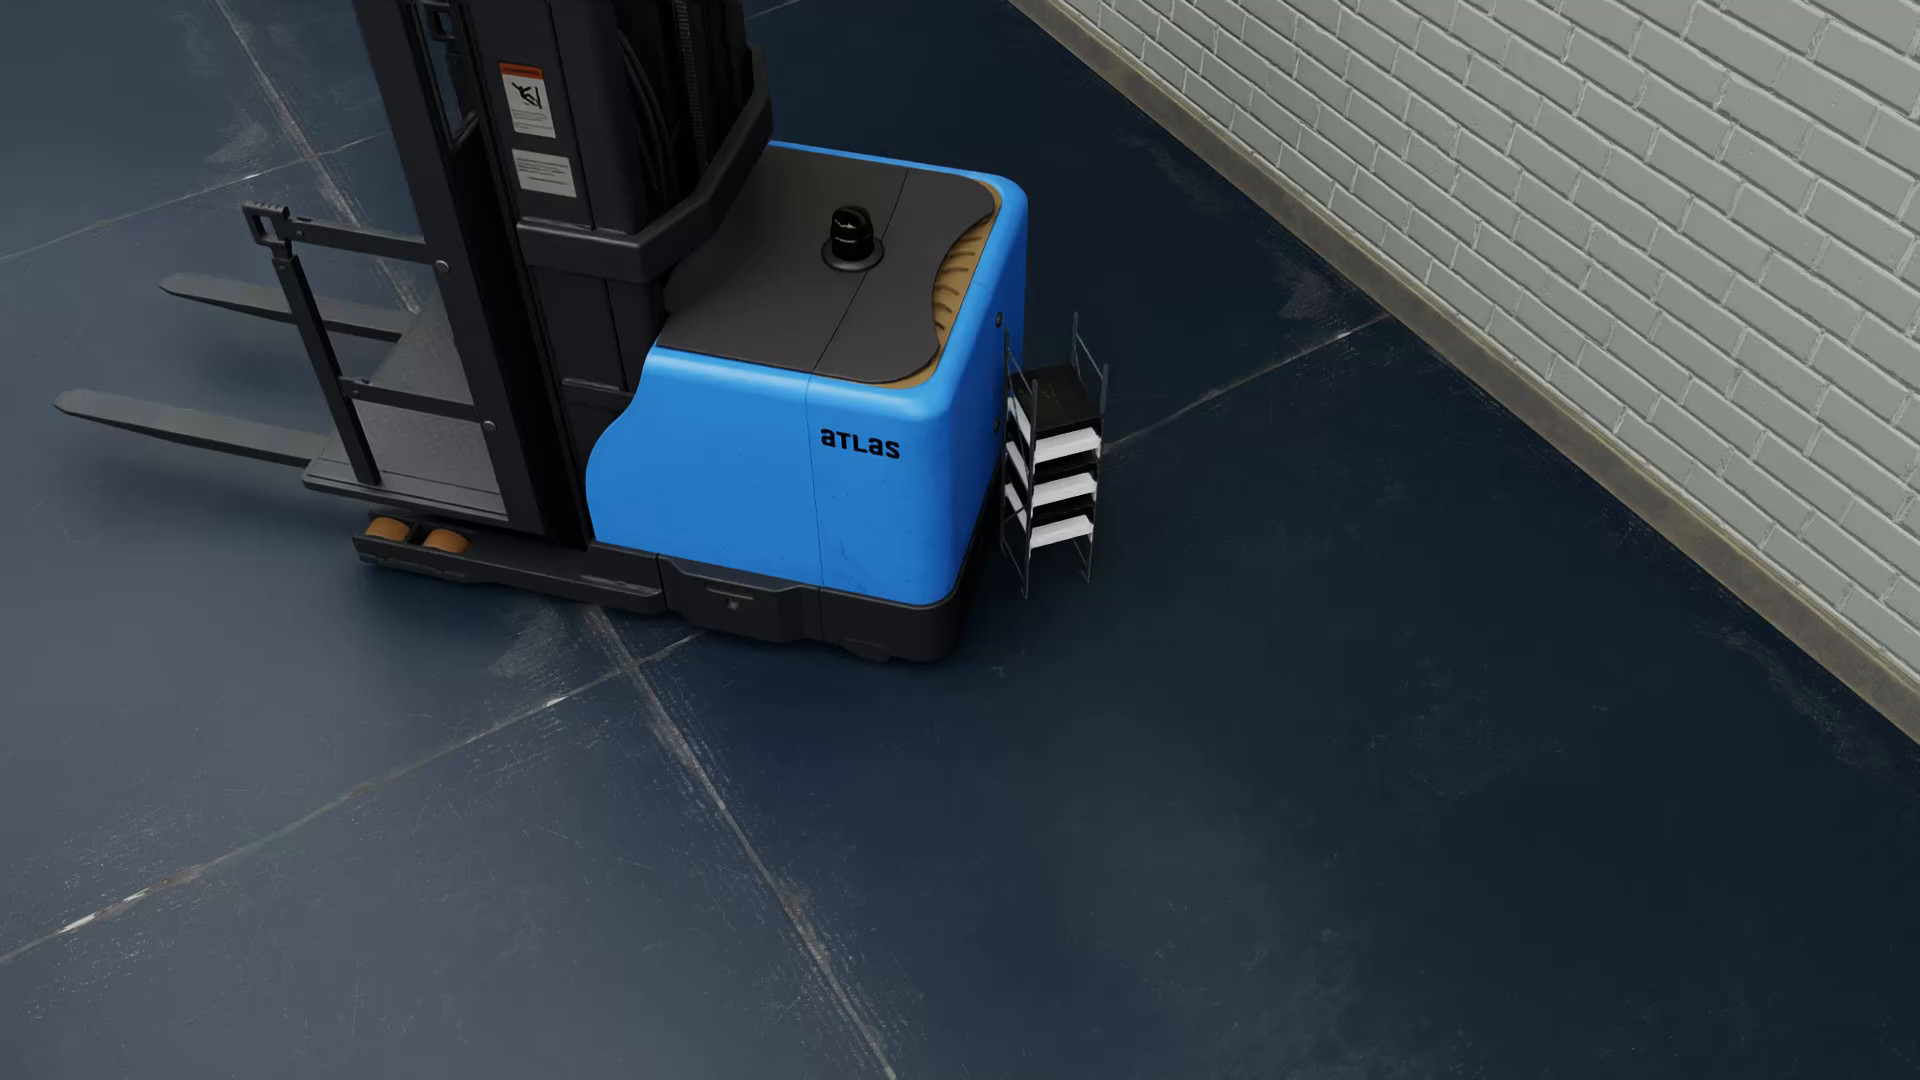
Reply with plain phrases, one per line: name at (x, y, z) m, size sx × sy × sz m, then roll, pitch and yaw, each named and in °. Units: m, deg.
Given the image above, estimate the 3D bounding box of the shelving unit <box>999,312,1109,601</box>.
shelving unit at (0.261, -0.224, 4.847) m, size 0.210 × 0.900 × 0.258 m, roll -14°, pitch 50°, yaw -12°

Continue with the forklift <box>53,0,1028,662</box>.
forklift at (-1.367, -1.219, 4.373) m, size 3.031 × 2.935 × 1.130 m, roll 11°, pitch 49°, yaw 10°

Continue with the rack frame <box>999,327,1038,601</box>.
rack frame at (0.165, -0.199, 4.825) m, size 0.006 × 0.900 × 0.240 m, roll -14°, pitch 50°, yaw -12°

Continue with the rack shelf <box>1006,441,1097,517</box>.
rack shelf at (0.261, -0.202, 4.872) m, size 0.200 × 0.077 × 0.258 m, roll -14°, pitch 50°, yaw -12°

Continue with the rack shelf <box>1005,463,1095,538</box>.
rack shelf at (0.261, -0.142, 4.939) m, size 0.200 × 0.077 × 0.258 m, roll -14°, pitch 50°, yaw -12°

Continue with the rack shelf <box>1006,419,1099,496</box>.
rack shelf at (0.261, -0.262, 4.805) m, size 0.200 × 0.077 × 0.258 m, roll -14°, pitch 50°, yaw -12°

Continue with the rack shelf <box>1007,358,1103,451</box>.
rack shelf at (0.261, -0.381, 4.670) m, size 0.200 × 0.077 × 0.258 m, roll -14°, pitch 50°, yaw -12°

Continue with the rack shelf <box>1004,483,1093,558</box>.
rack shelf at (0.261, -0.082, 5.006) m, size 0.200 × 0.077 × 0.258 m, roll -14°, pitch 50°, yaw -12°

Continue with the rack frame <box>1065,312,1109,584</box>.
rack frame at (0.357, -0.249, 4.869) m, size 0.006 × 0.900 × 0.240 m, roll -14°, pitch 50°, yaw -12°

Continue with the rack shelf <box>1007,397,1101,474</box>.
rack shelf at (0.261, -0.322, 4.737) m, size 0.200 × 0.077 × 0.258 m, roll -14°, pitch 50°, yaw -12°
